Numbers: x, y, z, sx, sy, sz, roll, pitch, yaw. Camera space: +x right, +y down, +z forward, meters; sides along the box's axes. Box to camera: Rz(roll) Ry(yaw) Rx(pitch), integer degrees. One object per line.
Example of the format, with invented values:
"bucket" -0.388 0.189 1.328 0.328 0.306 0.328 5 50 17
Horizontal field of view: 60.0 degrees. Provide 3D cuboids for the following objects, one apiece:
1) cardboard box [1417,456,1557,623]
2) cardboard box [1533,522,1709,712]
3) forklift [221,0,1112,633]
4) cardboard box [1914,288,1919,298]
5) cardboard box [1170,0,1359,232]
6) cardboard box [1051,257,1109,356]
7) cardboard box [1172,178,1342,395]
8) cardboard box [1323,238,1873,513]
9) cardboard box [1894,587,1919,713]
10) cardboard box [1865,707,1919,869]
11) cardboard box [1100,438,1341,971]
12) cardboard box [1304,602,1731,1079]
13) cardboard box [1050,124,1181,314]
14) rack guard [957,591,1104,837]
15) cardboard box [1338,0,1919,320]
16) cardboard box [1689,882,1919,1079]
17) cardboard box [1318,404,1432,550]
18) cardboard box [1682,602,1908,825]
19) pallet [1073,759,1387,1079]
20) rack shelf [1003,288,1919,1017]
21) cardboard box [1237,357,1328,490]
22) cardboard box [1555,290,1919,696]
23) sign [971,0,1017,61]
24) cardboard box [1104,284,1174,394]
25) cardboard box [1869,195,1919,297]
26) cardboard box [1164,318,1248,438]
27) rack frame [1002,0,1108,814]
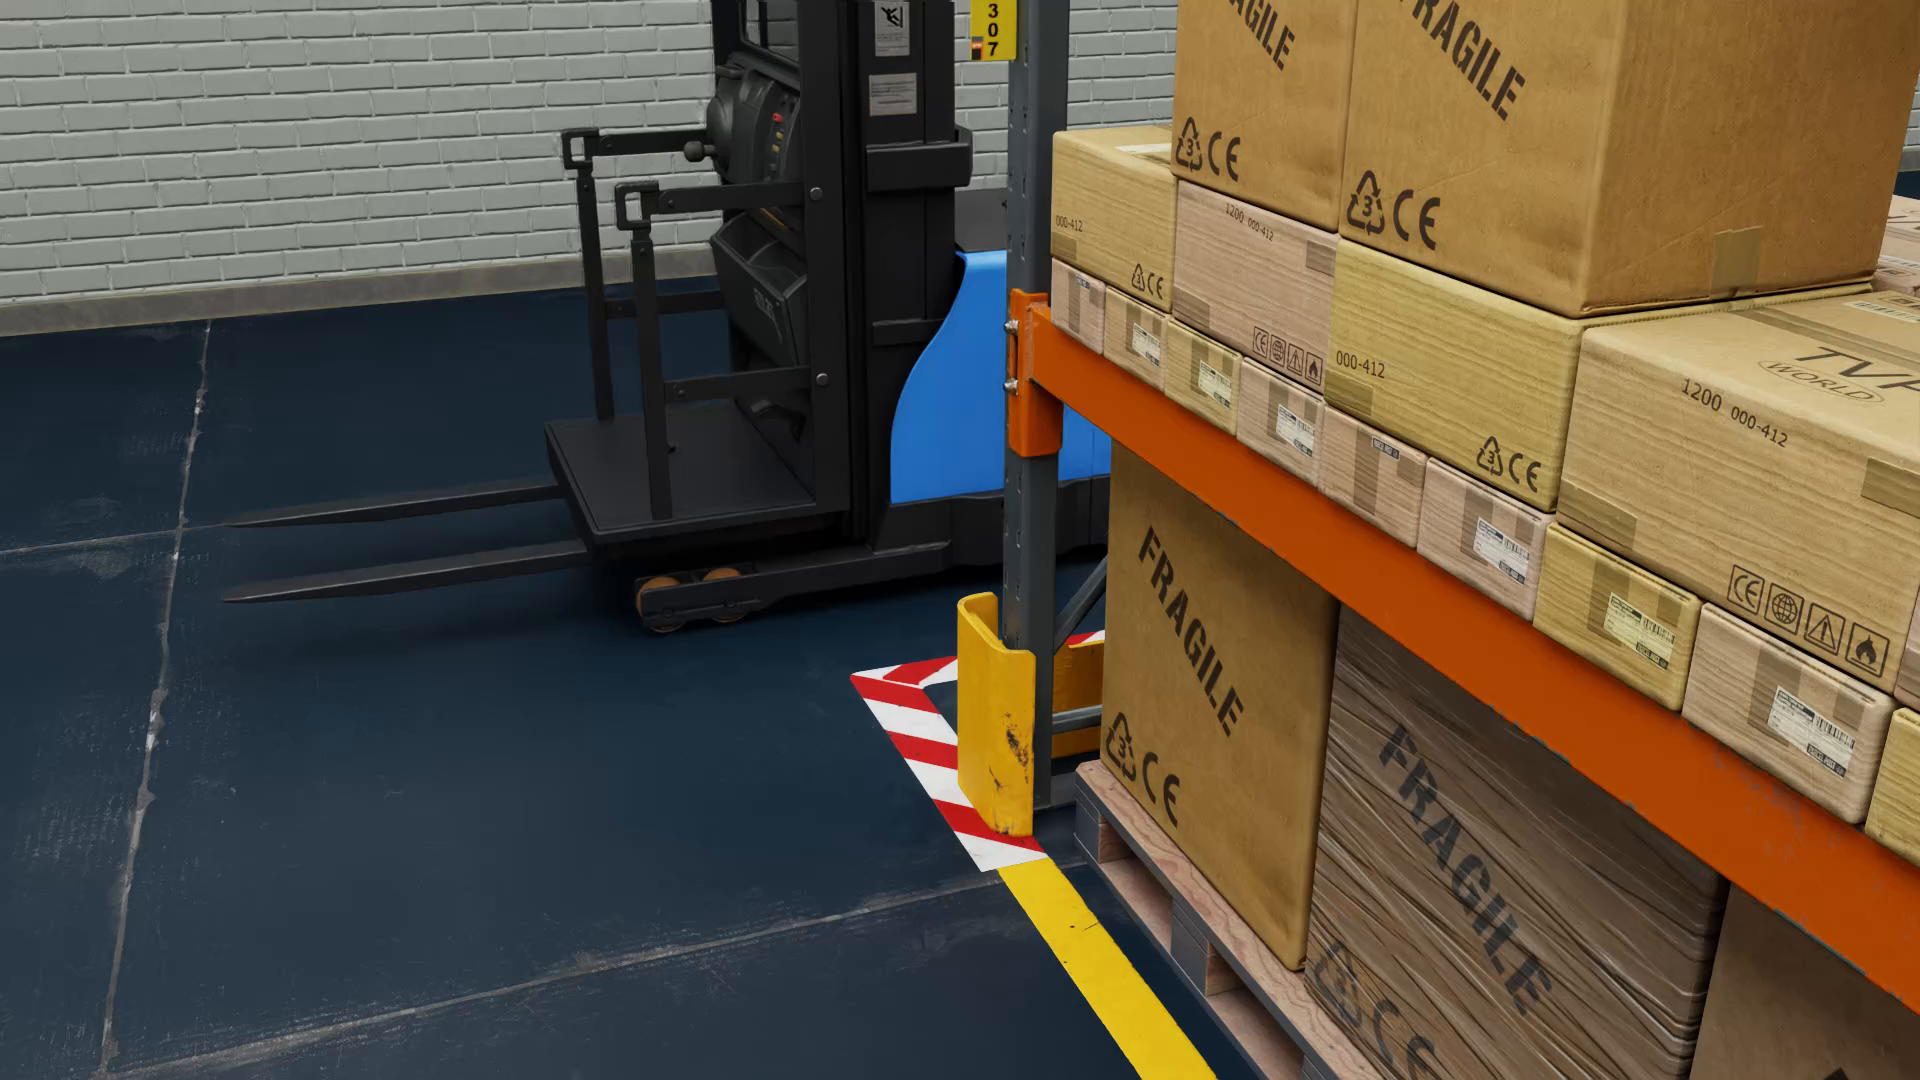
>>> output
"cardboard box" 0.864 -0.030 2.282 0.380 0.149 0.250 -9 24 -20
"cardboard box" 0.952 0.062 2.064 0.380 0.149 0.250 -9 24 -20
"forklift" -0.819 -1.300 5.060 3.031 2.935 1.130 -8 24 -19
"cardboard box" 1.557 -0.157 2.070 0.500 0.250 0.500 -8 24 -19
"cardboard box" 0.684 -0.807 2.647 0.500 0.500 0.500 -9 24 -20
"cardboard box" 0.407 -0.496 3.389 0.380 0.149 0.250 -8 24 -18
"cardboard box" 0.698 -0.455 2.778 0.500 0.250 0.500 -9 24 -20
"cardboard box" 0.872 -0.272 2.343 0.500 0.250 0.500 -9 25 -21
"cardboard box" 1.237 0.101 1.457 0.500 0.250 0.500 -8 24 -18
"cardboard box" 1.135 0.250 1.618 0.380 0.149 0.250 -9 24 -20
"cardboard box" 0.892 0.221 3.559 0.875 0.875 0.875 -8 24 -19
"cardboard box" 1.213 0.551 2.775 0.875 0.875 0.875 -8 24 -19
"cardboard box" 0.508 -0.643 3.224 0.500 0.250 0.500 -9 24 -20
"rack guard" 0.582 0.357 4.260 1.175 0.500 0.348 -8 24 -19
"cardboard box" 0.873 -0.619 2.202 0.500 0.500 0.500 -9 24 -20
"cardboard box" 1.528 0.875 2.008 0.875 0.875 0.875 -8 24 -19
"cardboard box" 0.772 -0.123 2.504 0.380 0.149 0.250 -9 24 -20
"cardboard box" 1.046 0.157 1.838 0.380 0.149 0.250 -8 24 -18
"pallet" 0.946 0.778 3.632 1.003 0.211 1.213 -8 24 -19
"rack shelf" 1.297 0.272 2.169 1.077 0.370 4.000 -8 24 -19
"cardboard box" 0.683 -0.216 2.723 0.380 0.149 0.250 -9 24 -20
"cardboard box" 1.061 -0.083 1.895 0.500 0.250 0.500 -9 24 -20
"sign" 0.069 -1.148 3.395 0.100 0.325 0.005 -8 24 -19
"cardboard box" 0.499 -0.403 3.169 0.380 0.149 0.250 -9 24 -20
"cardboard box" 1.369 -0.345 2.518 0.500 0.250 0.500 -9 25 -21
"cardboard box" 0.590 -0.310 2.948 0.380 0.149 0.250 -9 24 -20
"rack frame" 0.591 -0.786 3.754 1.000 3.000 0.127 -8 24 -19
